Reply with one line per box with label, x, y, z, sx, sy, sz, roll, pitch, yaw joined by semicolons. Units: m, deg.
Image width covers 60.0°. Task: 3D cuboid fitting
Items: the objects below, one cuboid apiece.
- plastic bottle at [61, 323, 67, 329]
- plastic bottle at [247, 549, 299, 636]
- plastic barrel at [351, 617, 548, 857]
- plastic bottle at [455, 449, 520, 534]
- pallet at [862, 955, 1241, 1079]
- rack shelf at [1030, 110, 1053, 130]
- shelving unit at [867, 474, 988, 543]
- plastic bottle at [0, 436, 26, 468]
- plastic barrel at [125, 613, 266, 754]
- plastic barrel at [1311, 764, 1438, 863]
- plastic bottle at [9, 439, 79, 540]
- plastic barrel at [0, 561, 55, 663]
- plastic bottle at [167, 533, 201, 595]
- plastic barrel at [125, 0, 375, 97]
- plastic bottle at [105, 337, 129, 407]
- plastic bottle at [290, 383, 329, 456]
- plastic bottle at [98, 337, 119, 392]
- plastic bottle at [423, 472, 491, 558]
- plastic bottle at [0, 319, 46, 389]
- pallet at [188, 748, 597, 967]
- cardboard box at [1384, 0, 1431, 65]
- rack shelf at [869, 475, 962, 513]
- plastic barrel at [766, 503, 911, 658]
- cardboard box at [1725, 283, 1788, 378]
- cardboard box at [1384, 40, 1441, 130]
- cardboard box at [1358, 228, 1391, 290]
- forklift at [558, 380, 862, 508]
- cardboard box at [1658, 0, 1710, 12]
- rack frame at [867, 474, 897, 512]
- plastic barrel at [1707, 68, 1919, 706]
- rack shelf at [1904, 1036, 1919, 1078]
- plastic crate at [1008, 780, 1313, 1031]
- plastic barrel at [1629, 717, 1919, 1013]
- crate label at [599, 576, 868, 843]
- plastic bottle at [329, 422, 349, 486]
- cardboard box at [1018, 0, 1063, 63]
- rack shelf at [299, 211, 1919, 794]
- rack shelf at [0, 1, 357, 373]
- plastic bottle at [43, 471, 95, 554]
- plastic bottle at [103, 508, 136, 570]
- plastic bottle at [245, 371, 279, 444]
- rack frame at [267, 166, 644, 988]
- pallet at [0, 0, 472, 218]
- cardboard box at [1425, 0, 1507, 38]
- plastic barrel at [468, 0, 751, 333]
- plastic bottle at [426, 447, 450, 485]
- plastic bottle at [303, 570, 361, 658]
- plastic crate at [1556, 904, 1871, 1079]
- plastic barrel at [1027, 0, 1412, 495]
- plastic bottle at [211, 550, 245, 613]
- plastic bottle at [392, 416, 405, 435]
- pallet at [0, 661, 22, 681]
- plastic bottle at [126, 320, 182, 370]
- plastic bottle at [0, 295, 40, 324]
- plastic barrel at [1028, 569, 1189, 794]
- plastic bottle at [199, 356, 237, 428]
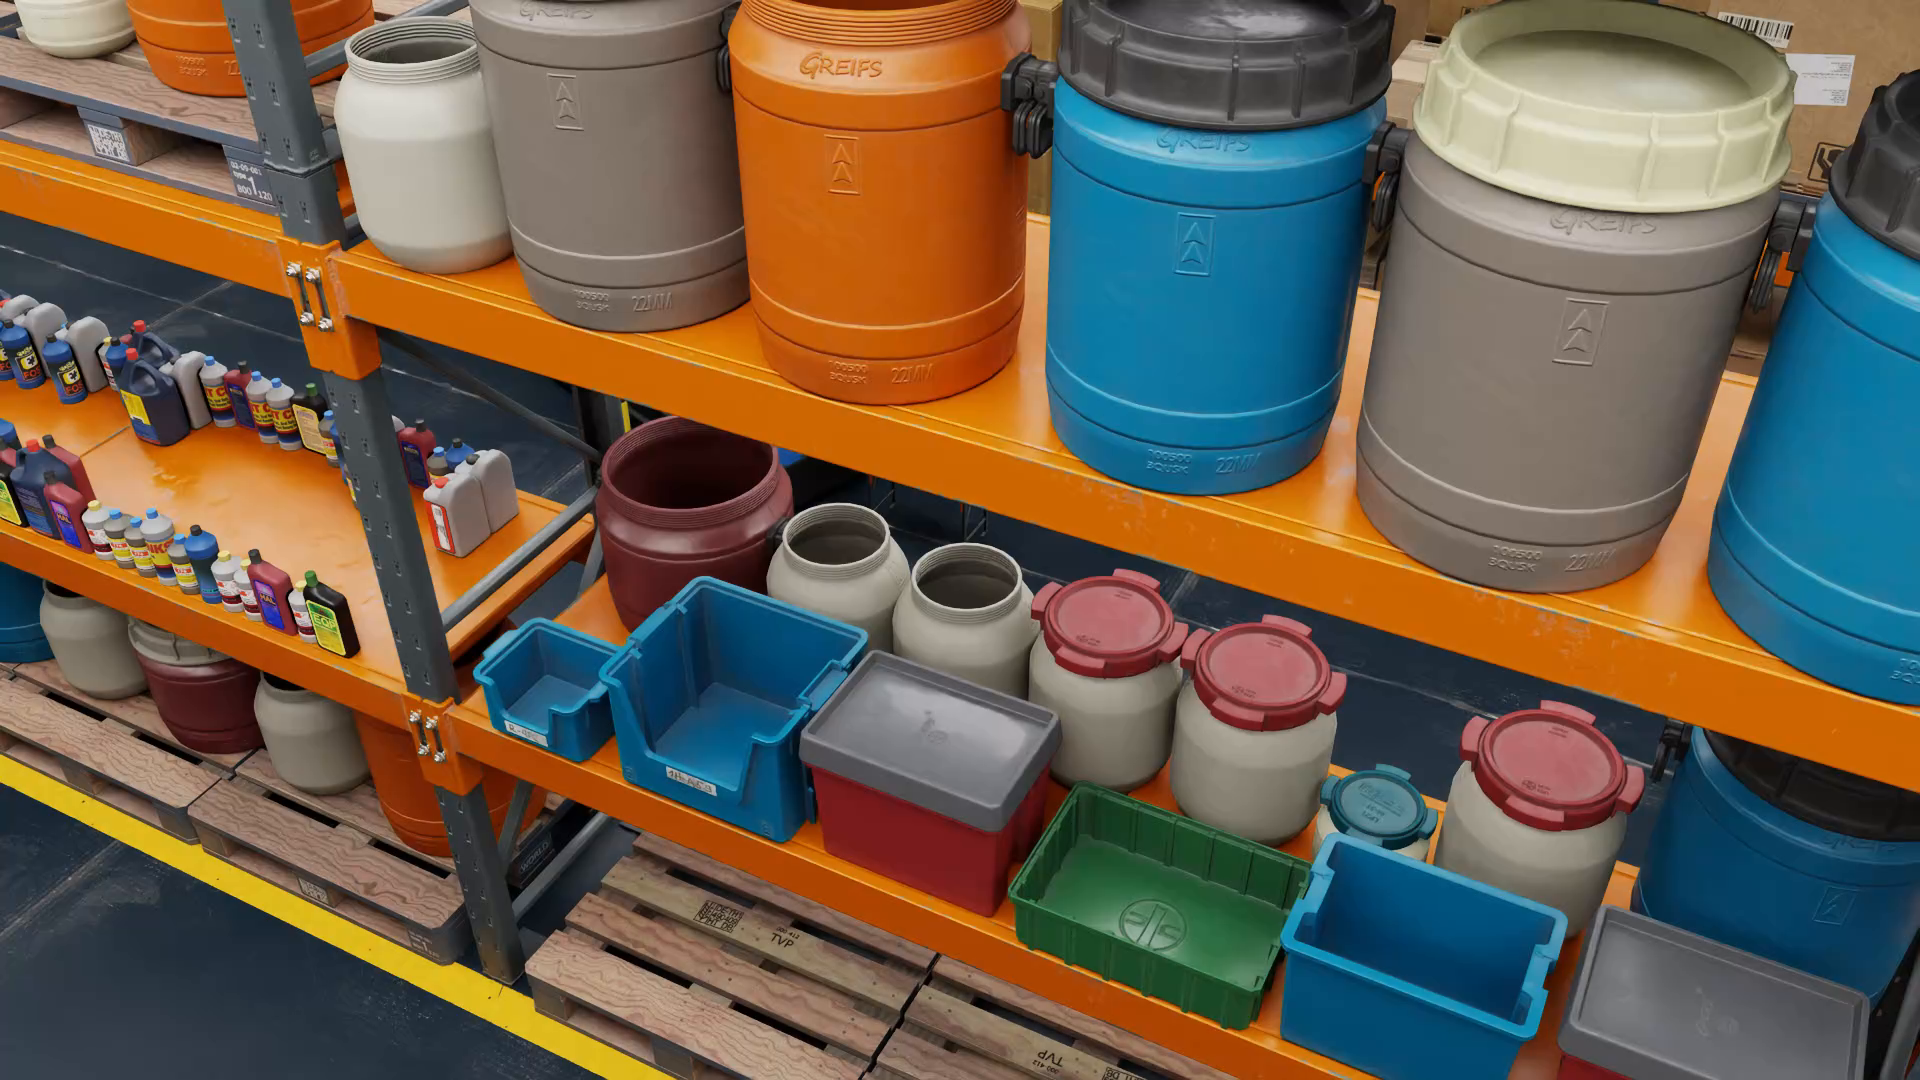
plastic bottle;-3.413;-0.740;6.408;0.097;0.201;0.097;0;37;0
plastic bottle;-2.128;0.159;5.155;0.133;0.283;0.061;17;41;21
plastic barrel;-1.809;0.631;5.886;0.708;0.830;0.600;17;41;21
plastic bottle;-1.603;-0.184;5.614;0.135;0.276;0.152;17;41;21
pallet;0.382;1.747;5.273;1.213;0.211;1.003;17;41;21
rack shelf;-0.865;-2.868;9.643;4.000;0.370;1.077;17;41;21
shelving unit;-0.147;-0.524;7.448;0.503;1.200;0.258;17;41;21
plastic bottle;-3.192;-0.215;5.649;0.133;0.283;0.061;17;41;21
plastic barrel;-2.812;0.413;6.372;0.708;0.588;0.600;17;41;21
plastic barrel;1.080;0.778;4.359;0.301;0.262;0.301;0;37;0
plastic bottle;-3.060;-0.188;5.557;0.185;0.351;0.144;17;41;21
plastic barrel;-3.815;-0.026;6.691;0.708;0.901;0.600;17;41;21
plastic bottle;-2.481;0.069;5.342;0.097;0.201;0.097;0;37;0
plastic barrel;-1.870;-1.632;4.236;0.708;0.830;0.600;17;41;21
plastic bottle;-3.117;-0.633;6.210;0.097;0.271;0.097;0;37;0
plastic bottle;-2.317;-0.441;5.947;0.133;0.283;0.061;17;41;21
plastic bottle;-3.207;-0.675;6.323;0.097;0.201;0.097;0;37;0
plastic bottle;-1.673;-0.102;5.506;0.135;0.276;0.152;17;41;21
plastic bottle;-3.570;-0.713;6.315;0.097;0.271;0.097;0;37;0
pallet;-2.086;0.974;6.292;1.213;0.211;1.003;17;41;21
cardboard box;1.950;-2.575;8.232;0.500;0.500;0.700;24;43;28
rack shelf;-0.147;-0.312;7.609;0.480;0.148;0.258;17;41;21
plastic barrel;-0.356;0.187;4.930;0.421;0.512;0.421;0;37;0
cardboard box;3.927;-0.848;8.090;0.500;0.500;0.700;14;39;18
cardboard box;2.293;-2.117;7.834;0.500;0.250;0.500;16;40;20
cardboard box;2.013;-1.455;8.890;0.500;0.500;0.700;14;39;18
forklift;-1.533;-2.091;8.081;1.130;2.935;3.031;-30;46;-33
cardboard box;5.386;-3.787;11.771;0.750;0.750;1.050;17;41;21
rack frame;-0.364;-0.592;7.537;0.015;1.200;0.240;17;41;21
plastic barrel;1.633;-0.247;2.698;0.708;0.901;0.600;17;41;21
rack shelf;3.961;2.015;3.209;4.000;0.370;1.077;17;41;21
plastic crate;0.508;0.925;4.226;0.662;0.188;0.450;17;41;21
plastic barrel;1.981;0.703;3.928;0.708;0.901;0.600;17;41;21
crate label;-0.609;0.468;4.623;0.616;0.435;0.502;17;41;21
plastic bottle;-2.132;-0.325;5.804;0.097;0.271;0.097;0;37;0
cardboard box;0.358;-2.643;8.668;0.500;0.500;0.500;19;41;23
rack shelf;0.409;-0.292;3.767;4.000;0.370;1.077;17;41;21
rack shelf;-3.143;-1.404;5.232;4.000;0.370;1.077;17;41;21
plastic bottle;-2.938;-0.094;5.490;0.133;0.283;0.061;17;41;21
plastic bottle;-2.740;-0.012;5.449;0.097;0.201;0.097;0;37;0
plastic bottle;-2.514;-0.486;6.016;0.097;0.271;0.097;0;37;0
rack frame;-1.367;0.061;5.189;0.127;3.000;1.000;17;41;21
pallet;-2.001;-1.324;4.689;1.213;0.211;1.003;17;41;21
cardboard box;3.781;-4.287;12.430;0.750;0.750;1.050;17;40;21
plastic barrel;-0.738;-0.989;3.676;0.600;0.901;0.600;0;37;0
plastic bottle;-1.780;-0.228;5.734;0.097;0.201;0.097;0;37;0
plastic bottle;-1.923;0.224;5.071;0.133;0.283;0.061;17;41;21
plastic crate;1.614;1.177;3.666;0.583;0.464;0.402;17;41;21
plastic barrel;0.472;-0.610;3.177;0.708;0.901;0.600;17;41;21
plastic bottle;-2.308;0.123;5.271;0.097;0.201;0.097;0;37;0
plastic bottle;-2.014;-0.312;5.783;0.135;0.276;0.152;17;41;21
pallet;-4.253;0.296;7.185;1.213;0.211;1.003;17;41;21
plastic bottle;-2.974;-0.646;6.161;0.185;0.351;0.144;17;41;21
plastic bottle;-3.648;-0.824;6.458;0.135;0.276;0.152;17;41;21
plastic barrel;0.400;0.411;4.616;0.433;0.535;0.433;0;37;0
plastic bottle;-2.719;-0.550;6.100;0.097;0.271;0.097;0;37;0
